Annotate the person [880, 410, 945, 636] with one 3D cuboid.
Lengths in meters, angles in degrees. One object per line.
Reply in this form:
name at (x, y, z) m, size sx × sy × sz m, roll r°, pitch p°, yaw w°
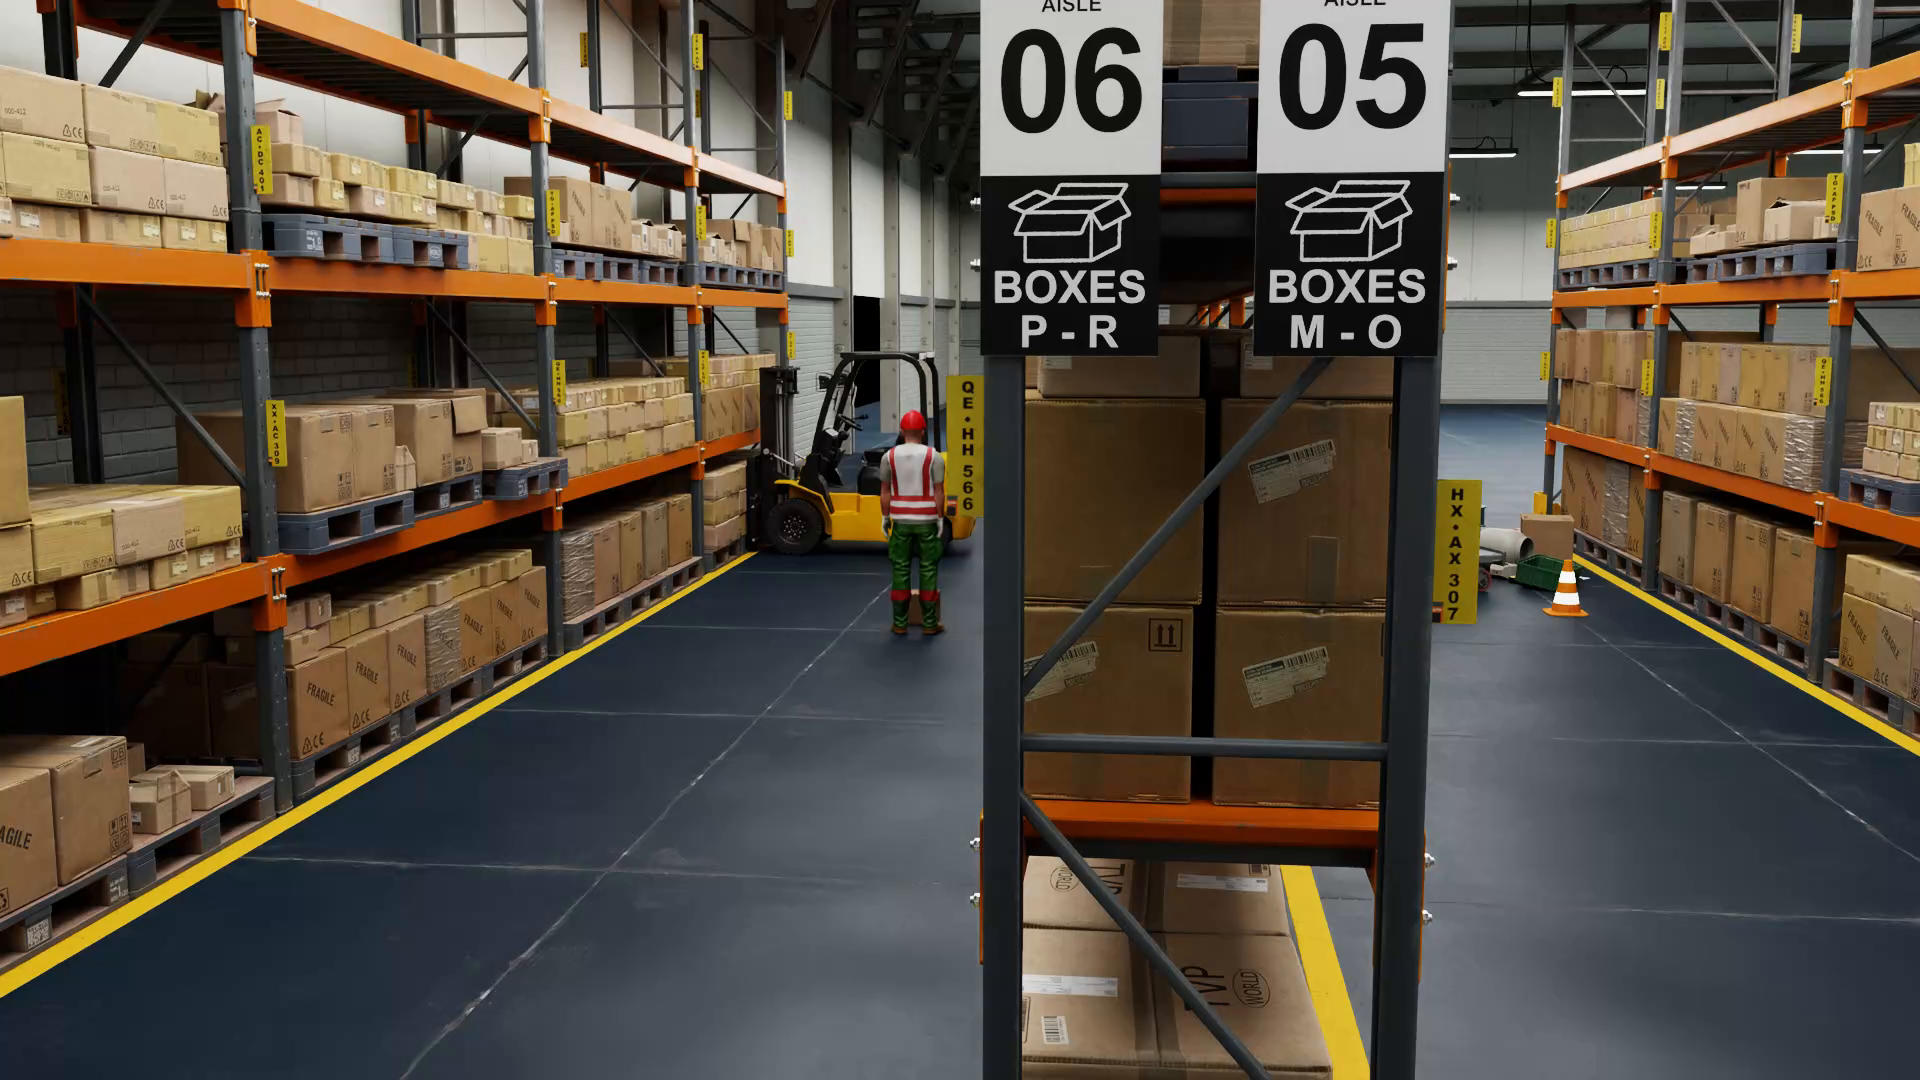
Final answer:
person at (-0.372, -0.144, 13.279) m, size 0.526 × 1.789 × 0.332 m, roll 1°, pitch 8°, yaw 8°
